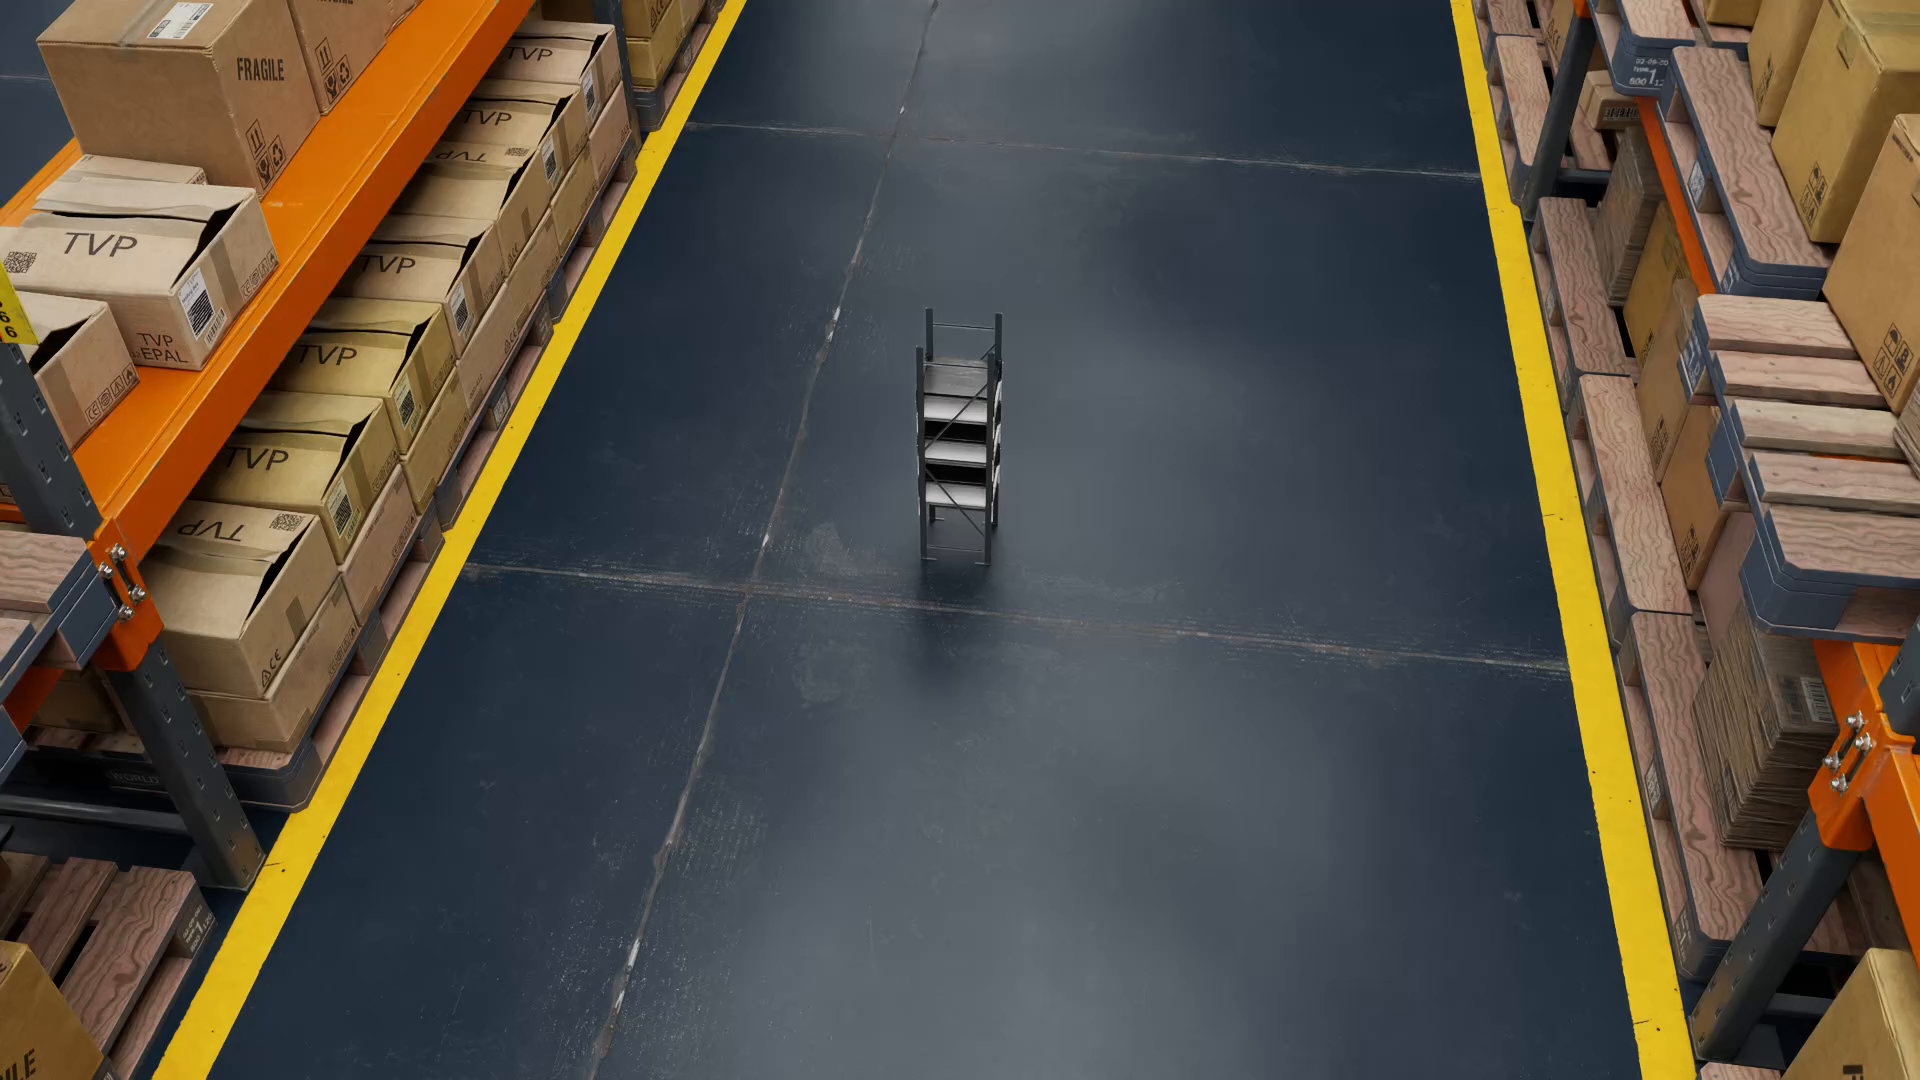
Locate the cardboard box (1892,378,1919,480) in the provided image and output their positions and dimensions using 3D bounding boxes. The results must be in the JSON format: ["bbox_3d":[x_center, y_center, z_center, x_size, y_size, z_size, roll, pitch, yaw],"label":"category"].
[{"bbox_3d":[2.467,-0.248,3.438,0.700,0.500,0.500,1,43,1],"label":"cardboard box"}]

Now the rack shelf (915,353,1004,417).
[{"bbox_3d":[-0.001,-0.493,5.272,0.258,0.077,0.200,5,44,6],"label":"rack shelf"}]

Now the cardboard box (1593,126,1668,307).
[{"bbox_3d":[2.862,-1.206,6.340,0.700,0.500,0.500,7,44,7],"label":"cardboard box"}]

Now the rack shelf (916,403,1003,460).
[{"bbox_3d":[-0.001,-0.362,5.396,0.258,0.077,0.200,5,44,6],"label":"rack shelf"}]

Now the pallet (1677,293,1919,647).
[{"bbox_3d":[2.403,-0.156,3.873,1.213,0.211,1.003,5,44,6],"label":"pallet"}]

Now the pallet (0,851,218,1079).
[{"bbox_3d":[-2.633,1.340,4.182,1.003,0.211,1.213,5,44,6],"label":"pallet"}]

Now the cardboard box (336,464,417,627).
[{"bbox_3d":[-2.070,-0.005,5.268,0.500,0.250,0.500,4,44,4],"label":"cardboard box"}]

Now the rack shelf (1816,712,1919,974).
[{"bbox_3d":[2.150,1.894,2.092,1.077,0.370,4.000,5,44,6],"label":"rack shelf"}]

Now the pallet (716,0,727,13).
[{"bbox_3d":[-1.662,-3.264,9.044,1.003,0.211,1.213,5,44,6],"label":"pallet"}]

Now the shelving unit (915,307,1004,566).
[{"bbox_3d":[-0.001,-0.321,5.435,0.258,0.900,0.210,5,44,6],"label":"shelving unit"}]

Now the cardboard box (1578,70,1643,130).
[{"bbox_3d":[2.984,-1.955,7.374,0.380,0.166,0.250,0,43,0],"label":"cardboard box"}]

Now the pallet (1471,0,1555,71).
[{"bbox_3d":[3.156,-2.739,8.489,1.003,0.211,1.213,5,44,6],"label":"pallet"}]

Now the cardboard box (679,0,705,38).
[{"bbox_3d":[-1.535,-2.687,8.101,0.500,0.250,0.500,5,44,6],"label":"cardboard box"}]

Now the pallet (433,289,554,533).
[{"bbox_3d":[-2.185,-0.553,6.180,1.003,0.211,1.213,5,44,6],"label":"pallet"}]

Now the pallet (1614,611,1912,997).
[{"bbox_3d":[2.519,0.749,4.805,1.003,0.211,1.213,5,44,6],"label":"pallet"}]

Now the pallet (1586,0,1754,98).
[{"bbox_3d":[2.698,-1.879,5.693,1.003,0.211,1.213,5,44,6],"label":"pallet"}]

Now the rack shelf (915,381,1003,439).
[{"bbox_3d":[-0.001,-0.428,5.334,0.258,0.077,0.200,5,44,6],"label":"rack shelf"}]

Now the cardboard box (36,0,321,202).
[{"bbox_3d":[-2.291,-1.360,4.932,0.500,0.500,0.500,3,44,3],"label":"cardboard box"}]

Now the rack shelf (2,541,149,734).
[{"bbox_3d":[-2.761,1.446,2.565,1.077,0.370,4.000,5,44,6],"label":"rack shelf"}]

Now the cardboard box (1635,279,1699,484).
[{"bbox_3d":[2.736,-0.505,5.600,0.700,0.500,0.500,6,44,6],"label":"cardboard box"}]

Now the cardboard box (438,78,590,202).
[{"bbox_3d":[-1.799,-1.605,6.550,0.500,0.311,0.500,6,44,7],"label":"cardboard box"}]

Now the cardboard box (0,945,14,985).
[{"bbox_3d":[-2.391,0.995,3.471,0.500,0.250,0.500,7,44,7],"label":"cardboard box"}]

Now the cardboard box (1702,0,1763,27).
[{"bbox_3d":[2.761,-1.929,5.213,0.700,0.500,0.500,9,44,10],"label":"cardboard box"}]

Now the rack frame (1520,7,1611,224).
[{"bbox_3d":[2.943,-2.457,6.163,1.000,3.000,0.127,5,44,6],"label":"rack frame"}]

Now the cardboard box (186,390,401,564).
[{"bbox_3d":[-2.075,-0.225,5.093,0.500,0.311,0.500,4,44,4],"label":"cardboard box"}]

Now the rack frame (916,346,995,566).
[{"bbox_3d":[-0.015,-0.252,5.362,0.240,0.900,0.006,5,44,6],"label":"rack frame"}]

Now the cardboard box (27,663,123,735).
[{"bbox_3d":[-2.669,0.287,4.960,0.500,0.250,0.500,6,44,7],"label":"cardboard box"}]

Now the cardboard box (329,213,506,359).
[{"bbox_3d":[-1.938,-0.923,5.830,0.500,0.311,0.500,5,44,5],"label":"cardboard box"}]

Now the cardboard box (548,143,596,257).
[{"bbox_3d":[-1.804,-1.405,6.747,0.500,0.250,0.500,5,44,5],"label":"cardboard box"}]

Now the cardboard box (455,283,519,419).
[{"bbox_3d":[-1.940,-0.710,6.012,0.500,0.250,0.500,6,44,6],"label":"cardboard box"}]

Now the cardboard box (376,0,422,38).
[{"bbox_3d":[-2.155,-2.060,5.671,0.500,0.500,0.500,8,44,9],"label":"cardboard box"}]

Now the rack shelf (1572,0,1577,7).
[{"bbox_3d":[3.208,-3.559,7.850,1.077,0.370,4.000,5,44,6],"label":"rack shelf"}]

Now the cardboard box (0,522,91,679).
[{"bbox_3d":[-2.671,0.085,4.766,0.500,0.311,0.500,6,44,7],"label":"cardboard box"}]

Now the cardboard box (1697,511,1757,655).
[{"bbox_3d":[2.641,0.181,4.875,0.700,0.500,0.500,5,44,5],"label":"cardboard box"}]

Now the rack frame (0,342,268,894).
[{"bbox_3d":[-2.496,-0.178,3.757,1.000,3.000,0.127,5,44,6],"label":"rack frame"}]

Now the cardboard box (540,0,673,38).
[{"bbox_3d":[-1.596,-2.618,7.483,0.500,0.500,0.500,5,44,6],"label":"cardboard box"}]

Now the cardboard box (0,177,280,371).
[{"bbox_3d":[-2.186,-0.738,4.413,0.500,0.311,0.500,5,44,5],"label":"cardboard box"}]

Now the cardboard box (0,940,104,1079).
[{"bbox_3d":[-2.387,1.228,3.769,0.500,0.500,0.500,7,44,7],"label":"cardboard box"}]

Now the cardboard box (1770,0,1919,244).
[{"bbox_3d":[2.609,-1.099,4.336,0.700,0.500,0.500,5,44,6],"label":"cardboard box"}]

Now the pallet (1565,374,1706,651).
[{"bbox_3d":[2.683,-0.080,5.681,1.003,0.211,1.213,5,44,6],"label":"pallet"}]
